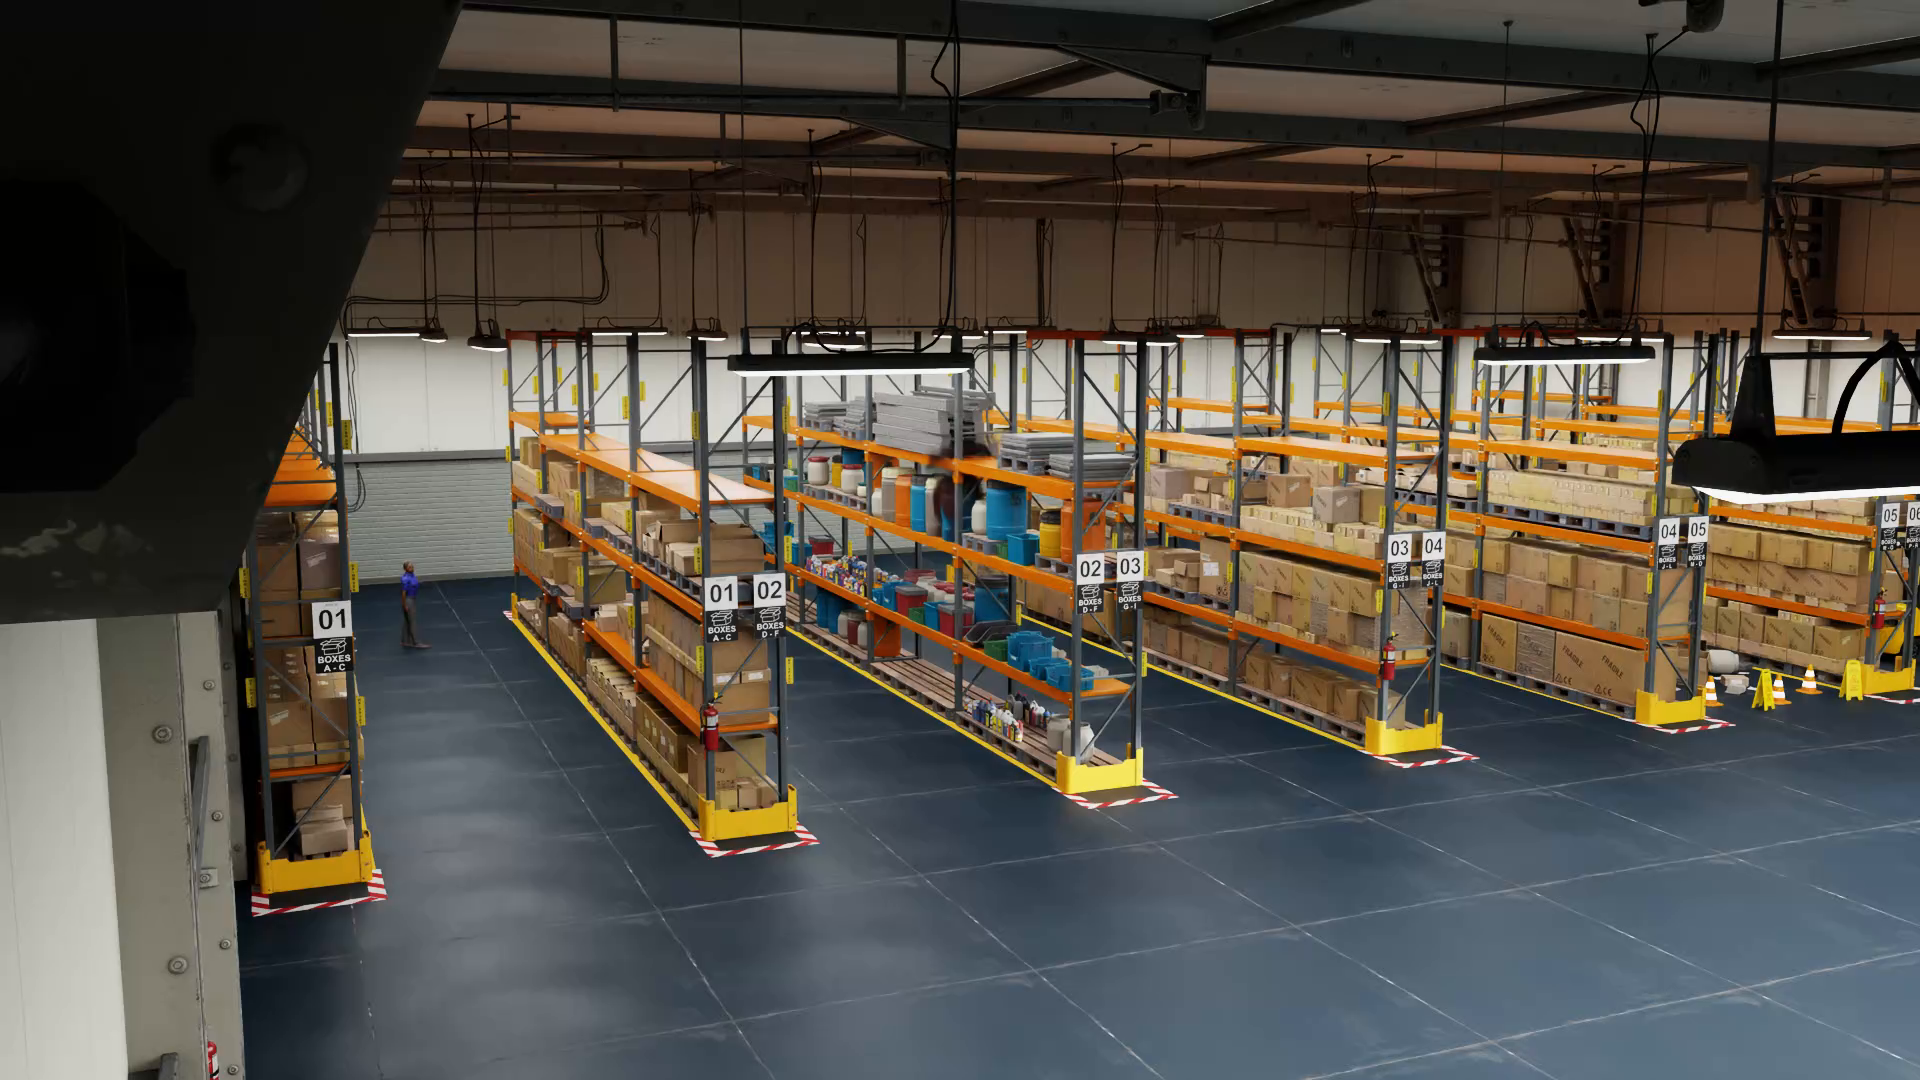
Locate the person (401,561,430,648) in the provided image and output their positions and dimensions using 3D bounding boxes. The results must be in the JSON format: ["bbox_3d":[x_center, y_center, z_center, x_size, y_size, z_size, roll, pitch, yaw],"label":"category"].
[{"bbox_3d":[-10.382,1.222,31.635,0.555,1.664,0.488,-1,8,-6],"label":"person"}]
